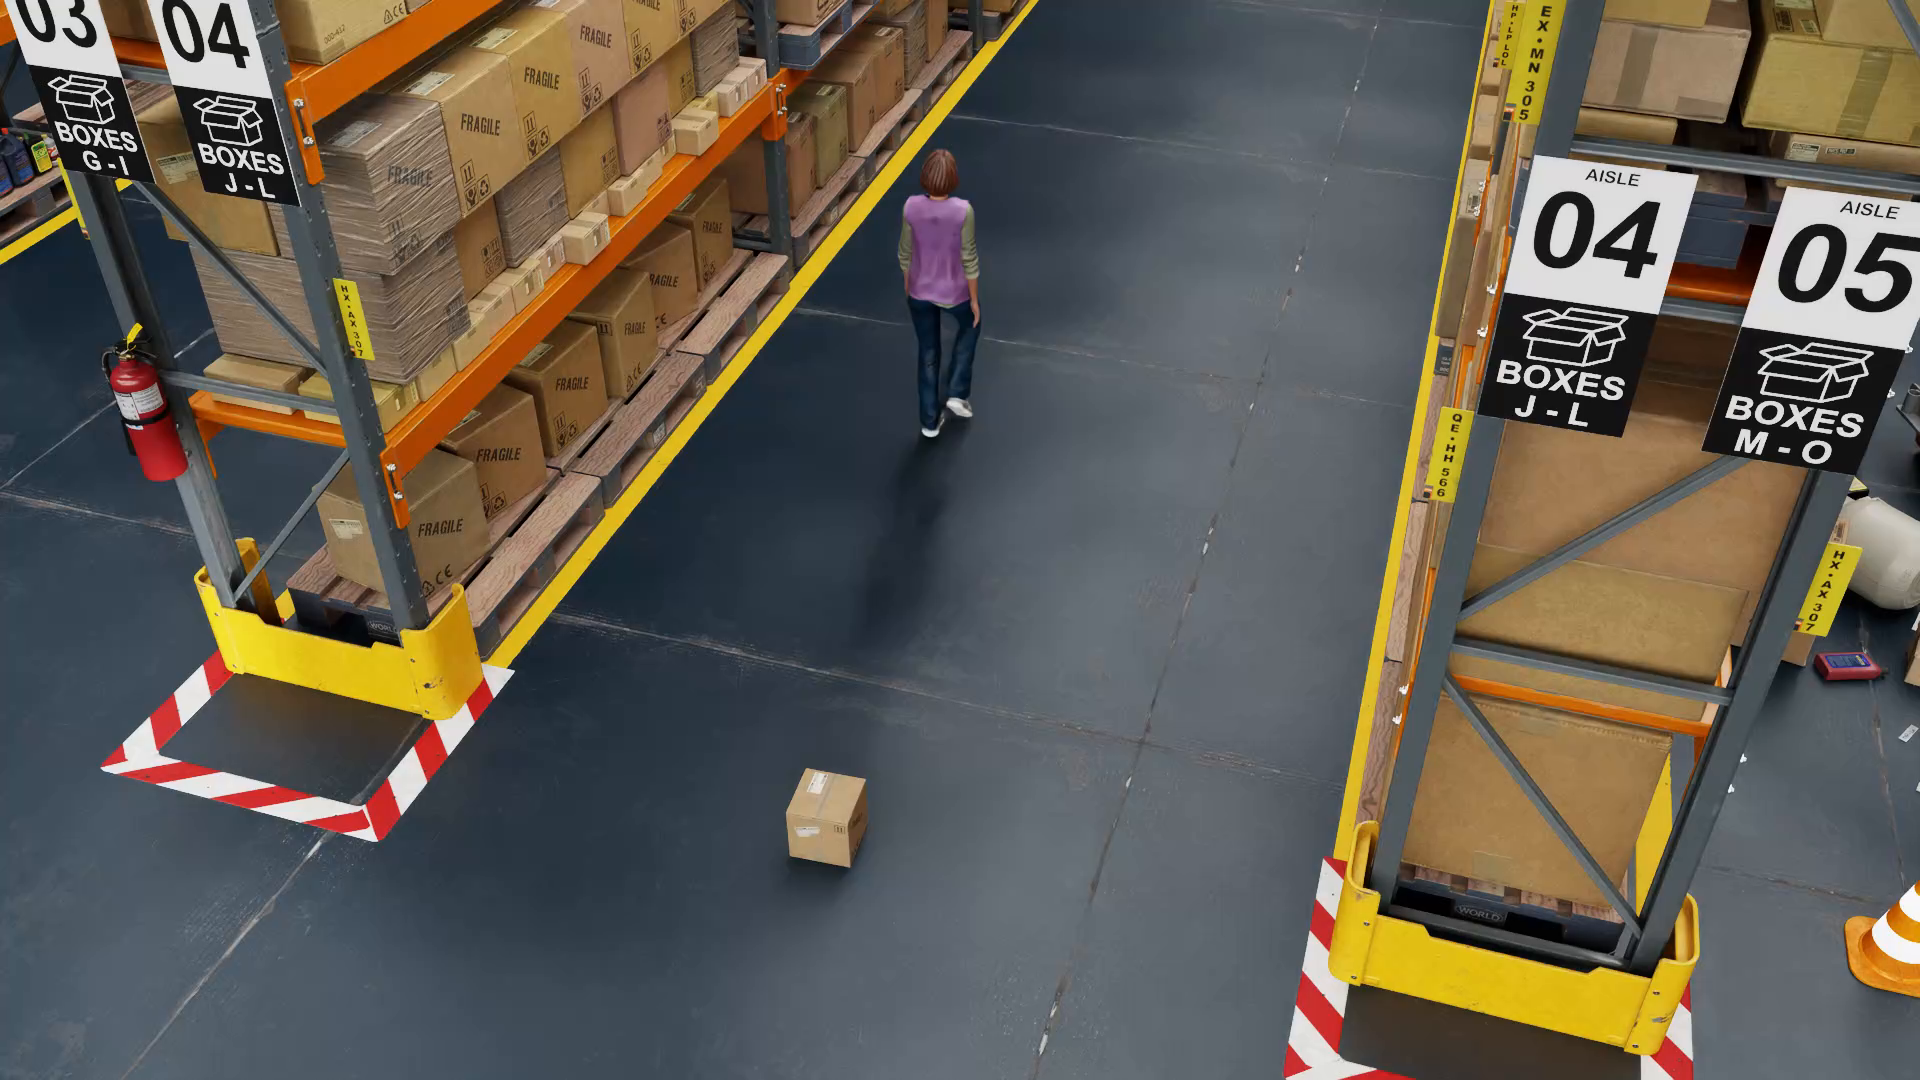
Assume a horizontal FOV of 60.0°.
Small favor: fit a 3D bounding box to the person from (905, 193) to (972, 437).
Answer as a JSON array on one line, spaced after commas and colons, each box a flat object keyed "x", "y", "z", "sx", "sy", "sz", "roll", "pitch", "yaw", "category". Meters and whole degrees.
[{"x": -0.101, "y": -1.155, "z": 8.572, "sx": 0.350, "sy": 1.390, "sz": 0.345, "roll": 6, "pitch": 38, "yaw": 8, "category": "person"}]
